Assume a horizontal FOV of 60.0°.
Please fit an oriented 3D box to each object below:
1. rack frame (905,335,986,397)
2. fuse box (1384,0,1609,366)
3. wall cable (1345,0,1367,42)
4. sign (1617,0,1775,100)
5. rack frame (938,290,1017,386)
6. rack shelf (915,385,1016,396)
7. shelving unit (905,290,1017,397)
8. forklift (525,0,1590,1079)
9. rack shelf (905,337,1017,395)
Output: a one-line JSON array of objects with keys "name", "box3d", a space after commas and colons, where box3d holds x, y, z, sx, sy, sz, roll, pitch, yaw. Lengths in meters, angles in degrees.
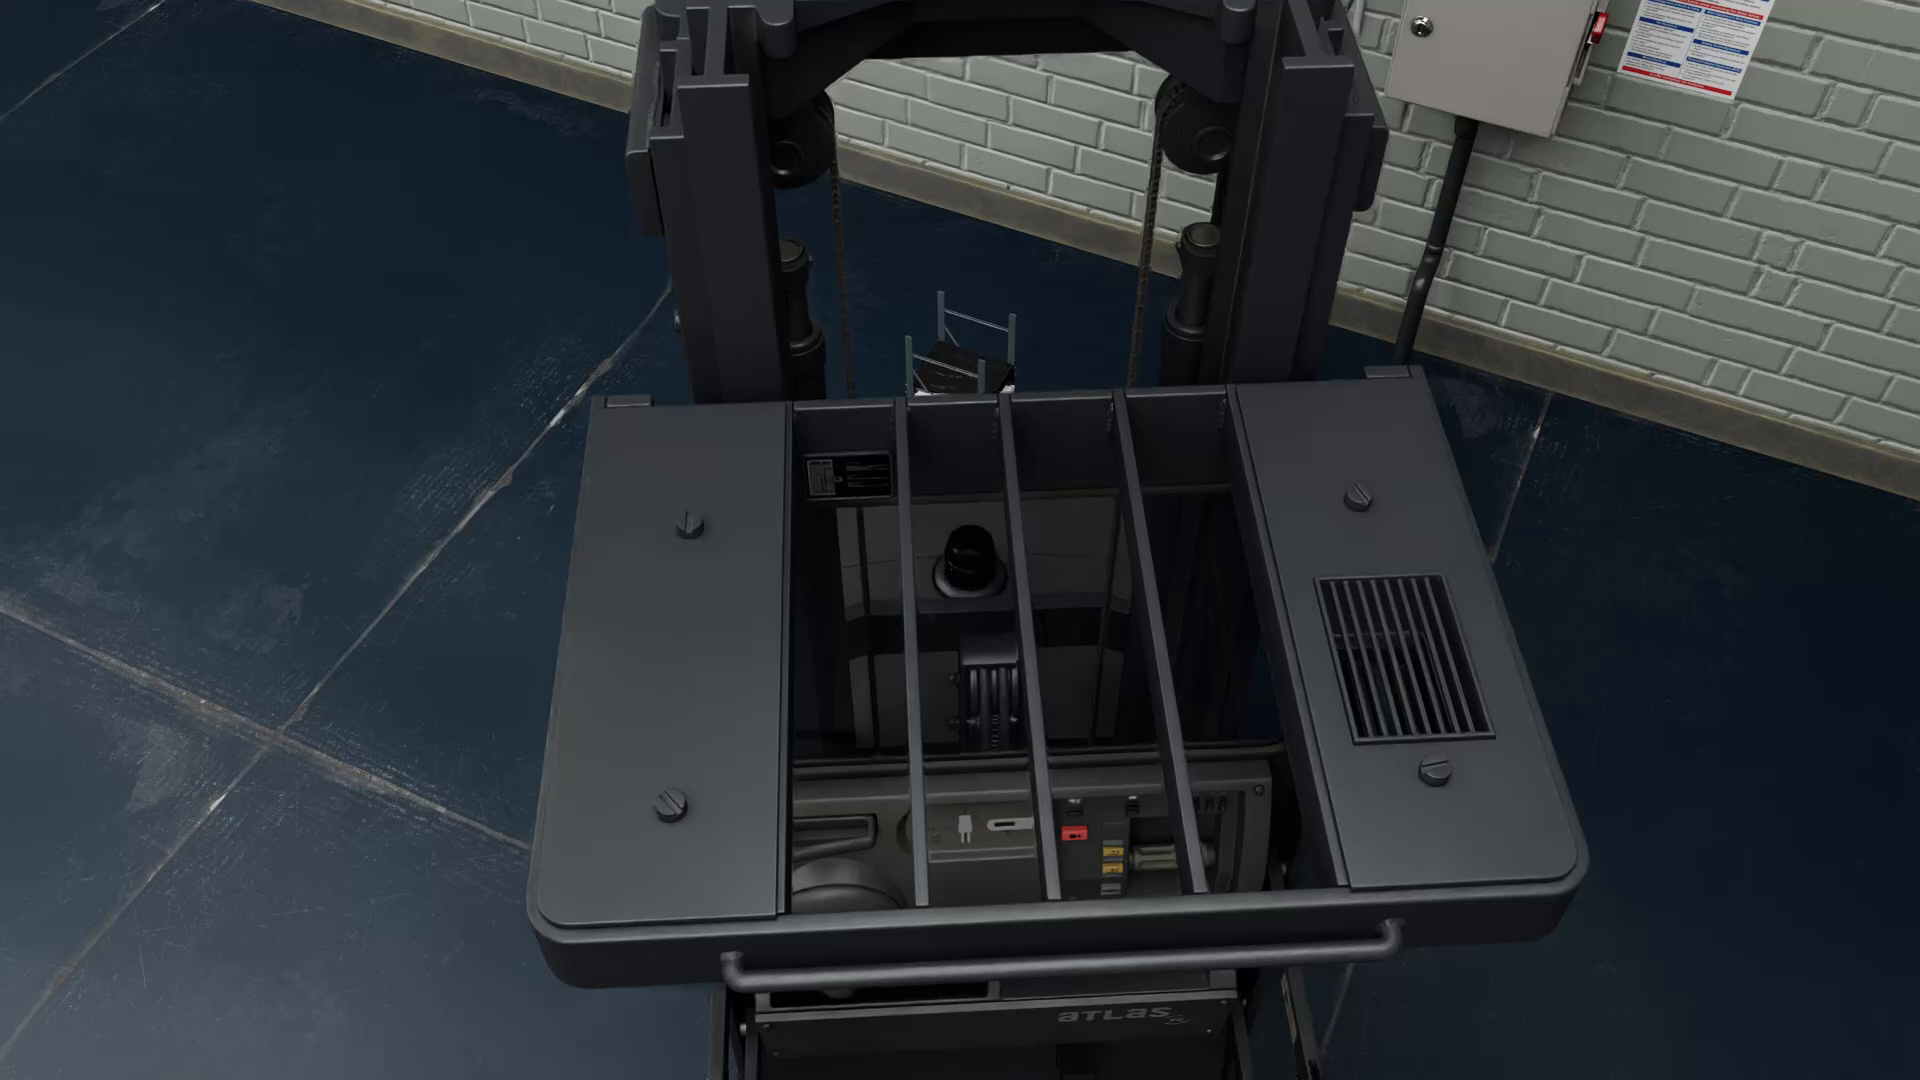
[{"name": "rack frame", "box3d": [-0.040, -0.227, 4.852, 0.240, 0.900, 0.006, 20, 52, 16]}, {"name": "fuse box", "box3d": [1.517, -1.096, 5.059, 0.539, 1.711, 0.414, 20, 52, 16]}, {"name": "wall cable", "box3d": [0.967, -2.173, 4.463, 0.588, 1.984, 0.122, 20, 52, 16]}, {"name": "sign", "box3d": [2.052, -1.465, 4.589, 0.329, 0.494, 0.001, 20, 52, 16]}, {"name": "rack frame", "box3d": [0.047, -0.367, 4.972, 0.240, 0.900, 0.006, 20, 52, 16]}, {"name": "rack shelf", "box3d": [0.003, -0.392, 4.800, 0.258, 0.077, 0.200, 20, 52, 16]}, {"name": "shelving unit", "box3d": [0.003, -0.297, 4.912, 0.258, 0.900, 0.210, 20, 52, 16]}, {"name": "forklift", "box3d": [0.083, 0.691, 2.738, 1.130, 2.935, 3.031, -2, 50, -2]}, {"name": "rack shelf", "box3d": [0.003, -0.451, 4.732, 0.258, 0.077, 0.200, 20, 52, 16]}]
